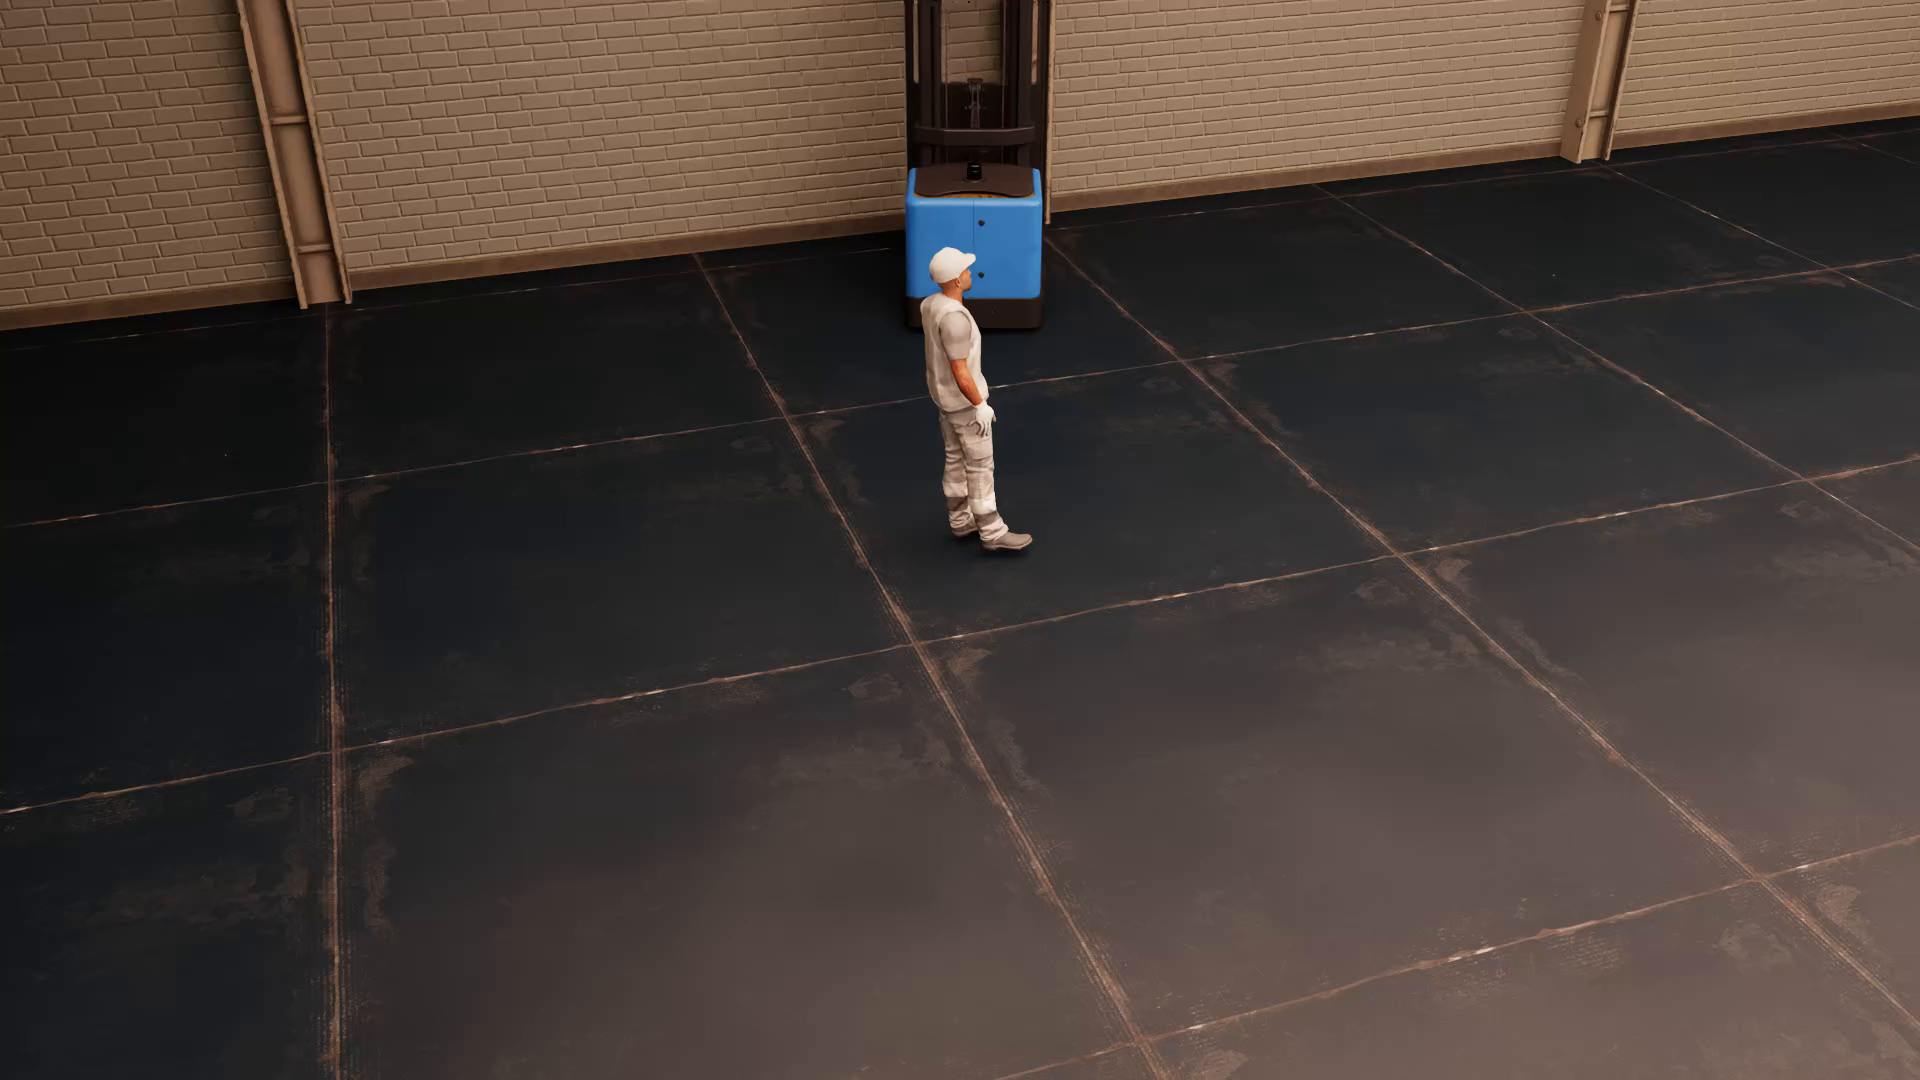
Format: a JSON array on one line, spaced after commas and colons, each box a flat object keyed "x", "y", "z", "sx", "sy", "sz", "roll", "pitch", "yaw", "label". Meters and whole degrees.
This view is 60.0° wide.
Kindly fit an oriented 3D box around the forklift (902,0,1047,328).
[{"x": 0.122, "y": -3.580, "z": 13.309, "sx": 1.130, "sy": 2.935, "sz": 3.031, "roll": 0, "pitch": 30, "yaw": 1, "label": "forklift"}]

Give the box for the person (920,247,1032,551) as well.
[{"x": 0.080, "y": -0.824, "z": 9.568, "sx": 0.561, "sy": 1.789, "sz": 0.637, "roll": -10, "pitch": 31, "yaw": -16, "label": "person"}]
